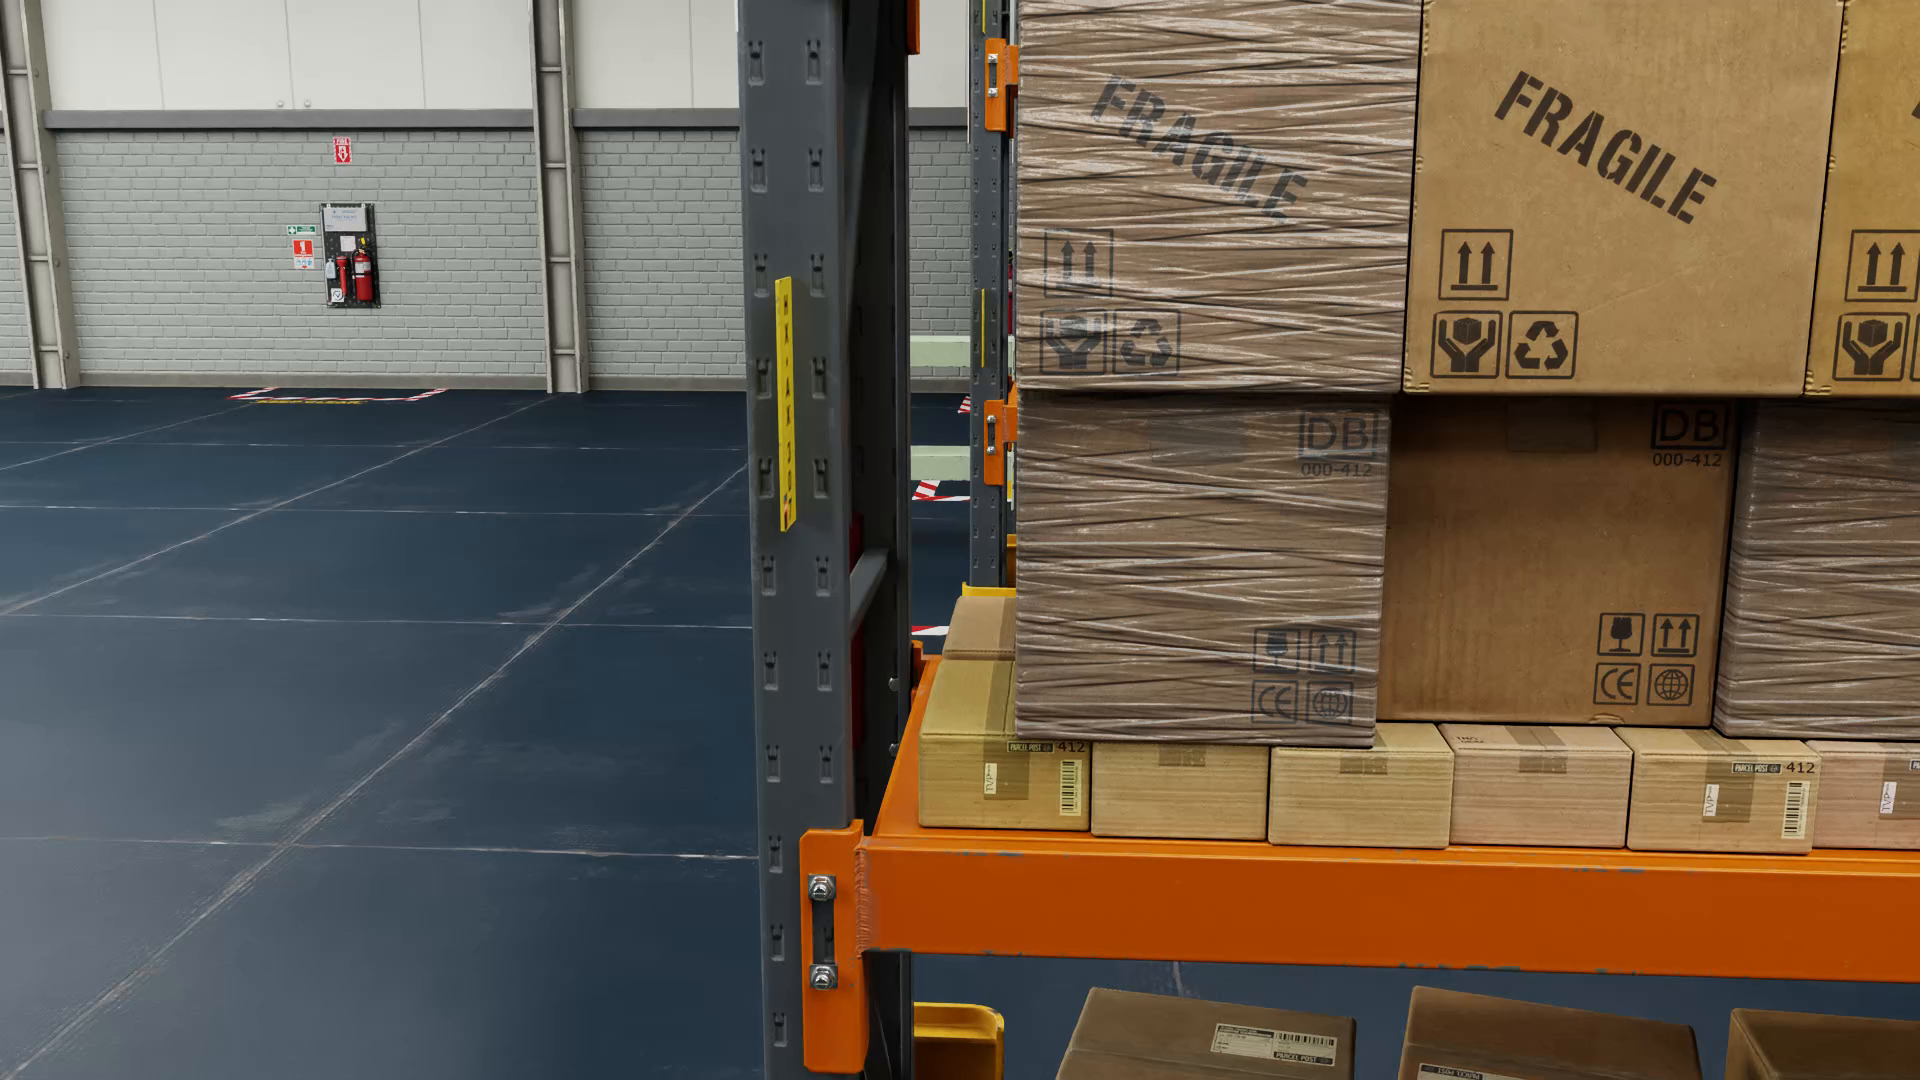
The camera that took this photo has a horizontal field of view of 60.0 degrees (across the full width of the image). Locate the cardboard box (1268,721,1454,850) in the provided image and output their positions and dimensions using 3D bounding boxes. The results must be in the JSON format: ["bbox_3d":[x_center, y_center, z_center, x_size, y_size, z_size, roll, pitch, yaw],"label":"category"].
[{"bbox_3d":[0.574,0.324,2.508,0.250,0.149,0.380,1,12,4],"label":"cardboard box"}]

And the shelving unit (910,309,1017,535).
[{"bbox_3d":[-0.007,-0.734,10.615,0.755,1.500,0.431,1,12,4],"label":"shelving unit"}]

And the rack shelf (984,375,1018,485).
[{"bbox_3d":[2.135,-0.498,7.580,4.000,0.370,1.077,1,12,4],"label":"rack shelf"}]

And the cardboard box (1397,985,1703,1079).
[{"bbox_3d":[1.029,1.165,2.950,0.500,0.500,0.500,4,12,19],"label":"cardboard box"}]

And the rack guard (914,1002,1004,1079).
[{"bbox_3d":[-0.116,1.359,3.051,0.348,0.500,1.175,1,12,4],"label":"rack guard"}]

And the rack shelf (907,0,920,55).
[{"bbox_3d":[1.804,-0.954,2.436,4.000,0.370,1.077,1,12,4],"label":"rack shelf"}]

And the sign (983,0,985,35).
[{"bbox_3d":[0.098,-2.238,6.792,0.005,0.325,0.100,1,12,4],"label":"sign"}]

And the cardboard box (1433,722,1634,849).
[{"bbox_3d":[0.824,0.323,2.512,0.250,0.149,0.380,1,12,4],"label":"cardboard box"}]

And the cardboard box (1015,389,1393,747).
[{"bbox_3d":[0.355,-0.047,2.697,0.500,0.500,0.875,1,12,4],"label":"cardboard box"}]

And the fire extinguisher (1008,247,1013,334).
[{"bbox_3d":[0.387,-1.948,12.944,0.183,0.674,0.296,1,12,4],"label":"fire extinguisher"}]

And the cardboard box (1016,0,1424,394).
[{"bbox_3d":[0.339,-0.486,2.355,0.500,0.500,0.500,1,12,4],"label":"cardboard box"}]

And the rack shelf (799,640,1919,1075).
[{"bbox_3d":[1.804,0.514,2.743,4.000,0.370,1.077,1,12,4],"label":"rack shelf"}]

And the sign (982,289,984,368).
[{"bbox_3d":[0.098,-0.901,7.072,0.005,0.325,0.100,1,12,4],"label":"sign"}]

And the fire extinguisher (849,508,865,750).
[{"bbox_3d":[-0.275,0.076,3.265,0.183,0.674,0.296,1,12,4],"label":"fire extinguisher"}]

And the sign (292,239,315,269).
[{"bbox_3d":[-7.437,-3.238,18.836,0.234,0.329,0.001,1,12,4],"label":"sign"}]

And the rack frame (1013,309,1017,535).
[{"bbox_3d":[0.359,-0.729,10.591,0.023,1.500,0.400,1,12,4],"label":"rack frame"}]

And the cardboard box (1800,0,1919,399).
[{"bbox_3d":[1.336,-0.472,2.284,0.500,0.500,0.500,1,12,4],"label":"cardboard box"}]

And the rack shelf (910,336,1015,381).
[{"bbox_3d":[-0.007,-1.116,10.535,0.720,0.370,0.431,1,12,4],"label":"rack shelf"}]

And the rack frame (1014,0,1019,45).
[{"bbox_3d":[0.474,-4.826,11.860,0.127,3.000,1.000,1,12,4],"label":"rack frame"}]

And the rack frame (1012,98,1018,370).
[{"bbox_3d":[0.474,-1.889,12.475,0.127,3.000,1.000,1,12,4],"label":"rack frame"}]

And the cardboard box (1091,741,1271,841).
[{"bbox_3d":[0.325,0.317,2.539,0.250,0.149,0.380,1,12,4],"label":"cardboard box"}]

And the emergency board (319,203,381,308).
[{"bbox_3d":[-6.892,-3.192,18.703,0.643,1.169,0.194,1,12,4],"label":"emergency board"}]

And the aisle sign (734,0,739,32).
[{"bbox_3d":[-0.273,-1.078,2.245,0.004,0.787,0.394,1,12,4],"label":"aisle sign"}]

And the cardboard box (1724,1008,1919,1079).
[{"bbox_3d":[1.653,1.178,2.891,0.500,0.500,0.500,2,12,9],"label":"cardboard box"}]

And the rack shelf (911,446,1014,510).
[{"bbox_3d":[-0.007,-0.415,10.682,0.720,0.370,0.431,1,12,4],"label":"rack shelf"}]

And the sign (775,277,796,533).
[{"bbox_3d":[-0.228,-0.179,2.181,0.005,0.325,0.100,1,12,4],"label":"sign"}]

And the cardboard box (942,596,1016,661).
[{"bbox_3d":[0.107,0.219,3.009,0.250,0.149,0.380,1,12,4],"label":"cardboard box"}]

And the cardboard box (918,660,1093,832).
[{"bbox_3d":[0.077,0.310,2.574,0.250,0.149,0.380,1,12,4],"label":"cardboard box"}]

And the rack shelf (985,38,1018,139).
[{"bbox_3d":[2.135,-1.966,7.273,4.000,0.370,1.077,1,12,4],"label":"rack shelf"}]

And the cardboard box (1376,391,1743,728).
[{"bbox_3d":[0.862,-0.065,2.781,0.500,0.500,0.875,1,12,4],"label":"cardboard box"}]

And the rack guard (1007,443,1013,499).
[{"bbox_3d":[0.450,-0.666,12.732,0.348,0.500,1.175,1,12,4],"label":"rack guard"}]

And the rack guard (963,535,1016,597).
[{"bbox_3d":[0.218,0.337,7.934,0.348,0.500,1.175,1,12,4],"label":"rack guard"}]

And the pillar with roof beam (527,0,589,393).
[{"bbox_3d":[-4.717,-5.208,13.686,0.400,9.000,9.100,1,12,4],"label":"pillar with roof beam"}]

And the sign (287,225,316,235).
[{"bbox_3d":[-7.433,-3.496,18.773,0.331,0.109,0.001,1,12,4],"label":"sign"}]

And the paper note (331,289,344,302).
[{"bbox_3d":[-7.064,-2.778,18.872,0.142,0.148,0.016,1,12,4],"label":"paper note"}]

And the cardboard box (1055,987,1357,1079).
[{"bbox_3d":[0.430,1.164,2.956,0.500,0.500,0.500,3,12,14],"label":"cardboard box"}]

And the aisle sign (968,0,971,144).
[{"bbox_3d":[0.048,-2.091,7.090,0.004,0.787,0.394,1,12,4],"label":"aisle sign"}]

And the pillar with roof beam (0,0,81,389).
[{"bbox_3d":[-10.703,-5.290,14.078,0.400,9.000,9.100,1,12,4],"label":"pillar with roof beam"}]

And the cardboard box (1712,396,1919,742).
[{"bbox_3d":[1.358,-0.049,2.706,0.500,0.500,0.875,1,12,4],"label":"cardboard box"}]

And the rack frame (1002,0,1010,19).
[{"bbox_3d":[0.140,-3.814,7.023,0.127,3.000,1.000,1,12,4],"label":"rack frame"}]

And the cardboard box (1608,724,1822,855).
[{"bbox_3d":[1.073,0.328,2.489,0.250,0.149,0.380,1,12,4],"label":"cardboard box"}]

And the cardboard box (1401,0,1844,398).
[{"bbox_3d":[0.838,-0.478,2.315,0.500,0.500,0.500,1,12,4],"label":"cardboard box"}]

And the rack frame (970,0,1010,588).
[{"bbox_3d":[0.140,-0.878,7.637,0.127,3.000,1.000,1,12,4],"label":"rack frame"}]

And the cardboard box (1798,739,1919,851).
[{"bbox_3d":[1.325,0.326,2.499,0.250,0.149,0.380,1,12,4],"label":"cardboard box"}]

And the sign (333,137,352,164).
[{"bbox_3d":[-6.893,-4.347,18.564,0.199,0.298,0.001,1,12,4],"label":"sign"}]
